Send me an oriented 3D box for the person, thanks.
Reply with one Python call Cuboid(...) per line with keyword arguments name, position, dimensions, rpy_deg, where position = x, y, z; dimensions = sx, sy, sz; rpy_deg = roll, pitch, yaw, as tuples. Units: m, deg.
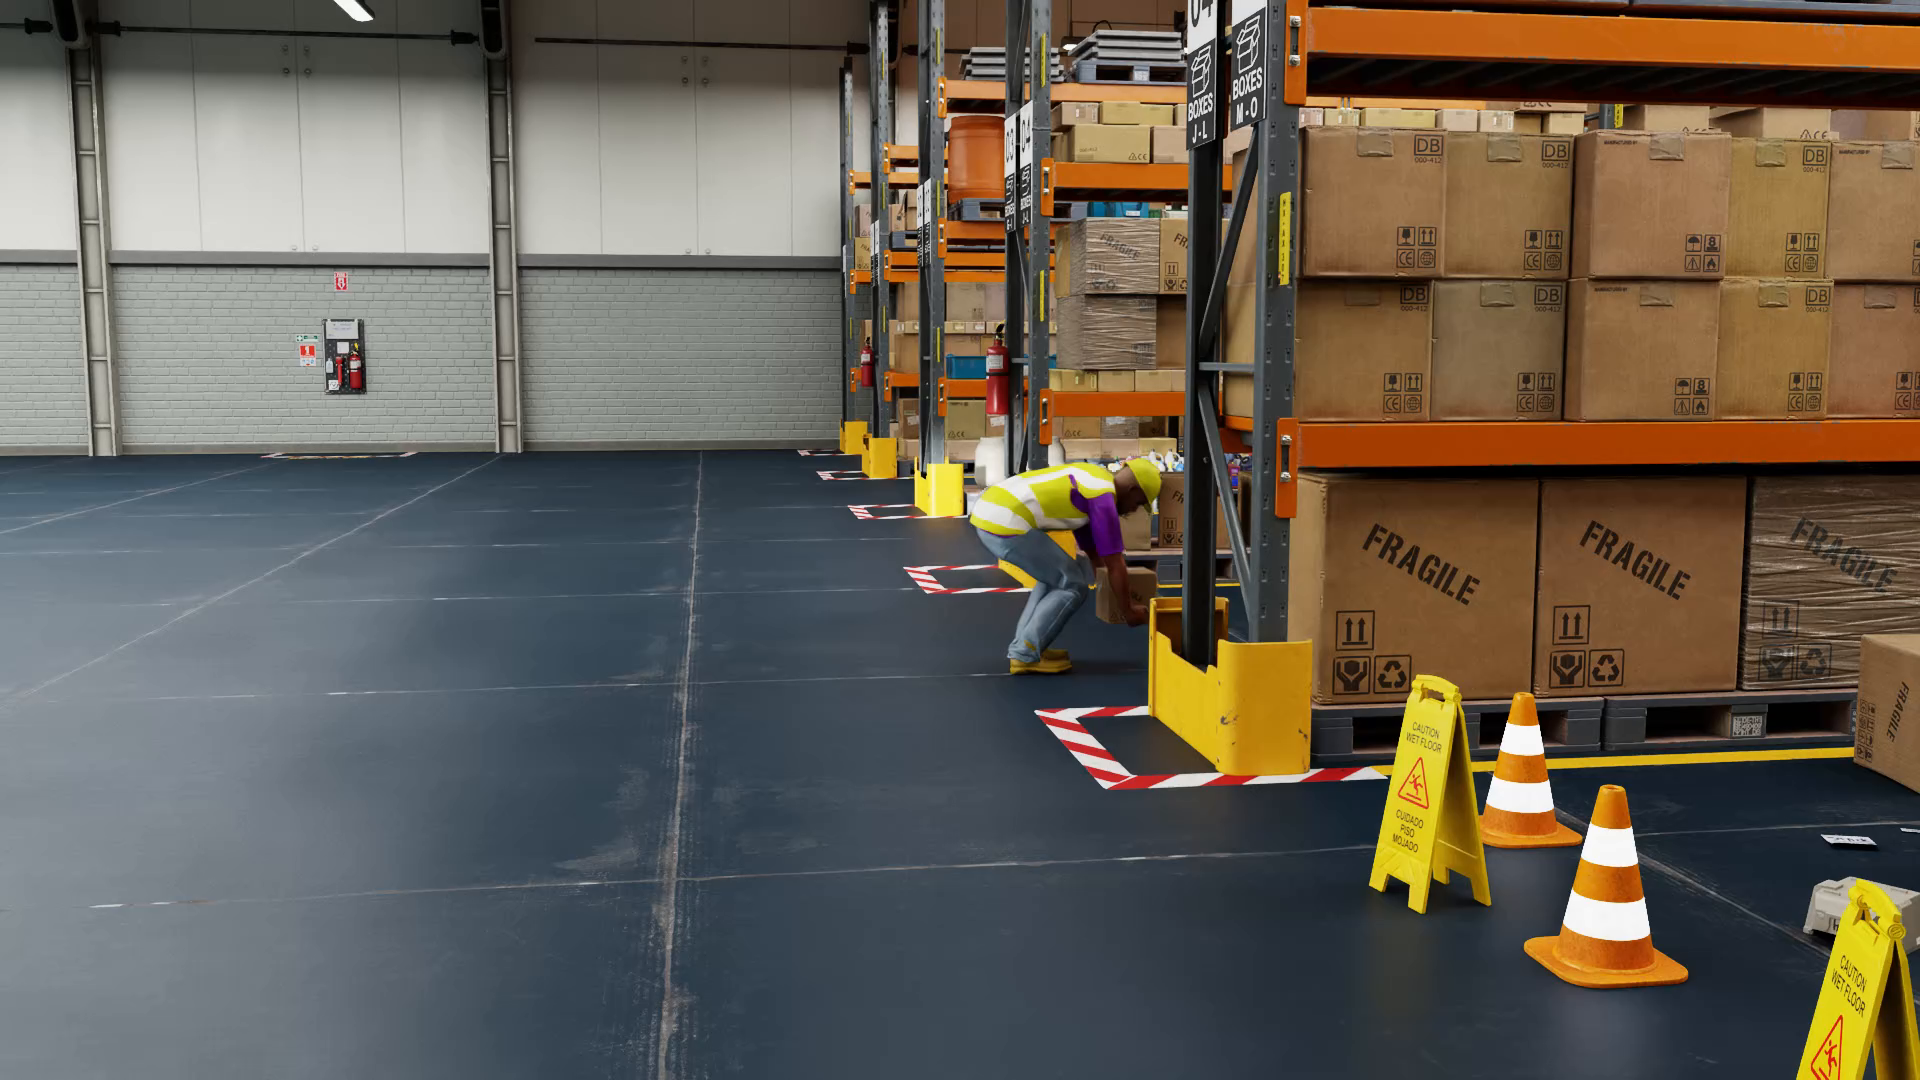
Cuboid(name="person", position=(0.536, 0.118, 8.290), dimensions=(0.965, 1.041, 0.522), rpy_deg=(-1, 7, -11))
